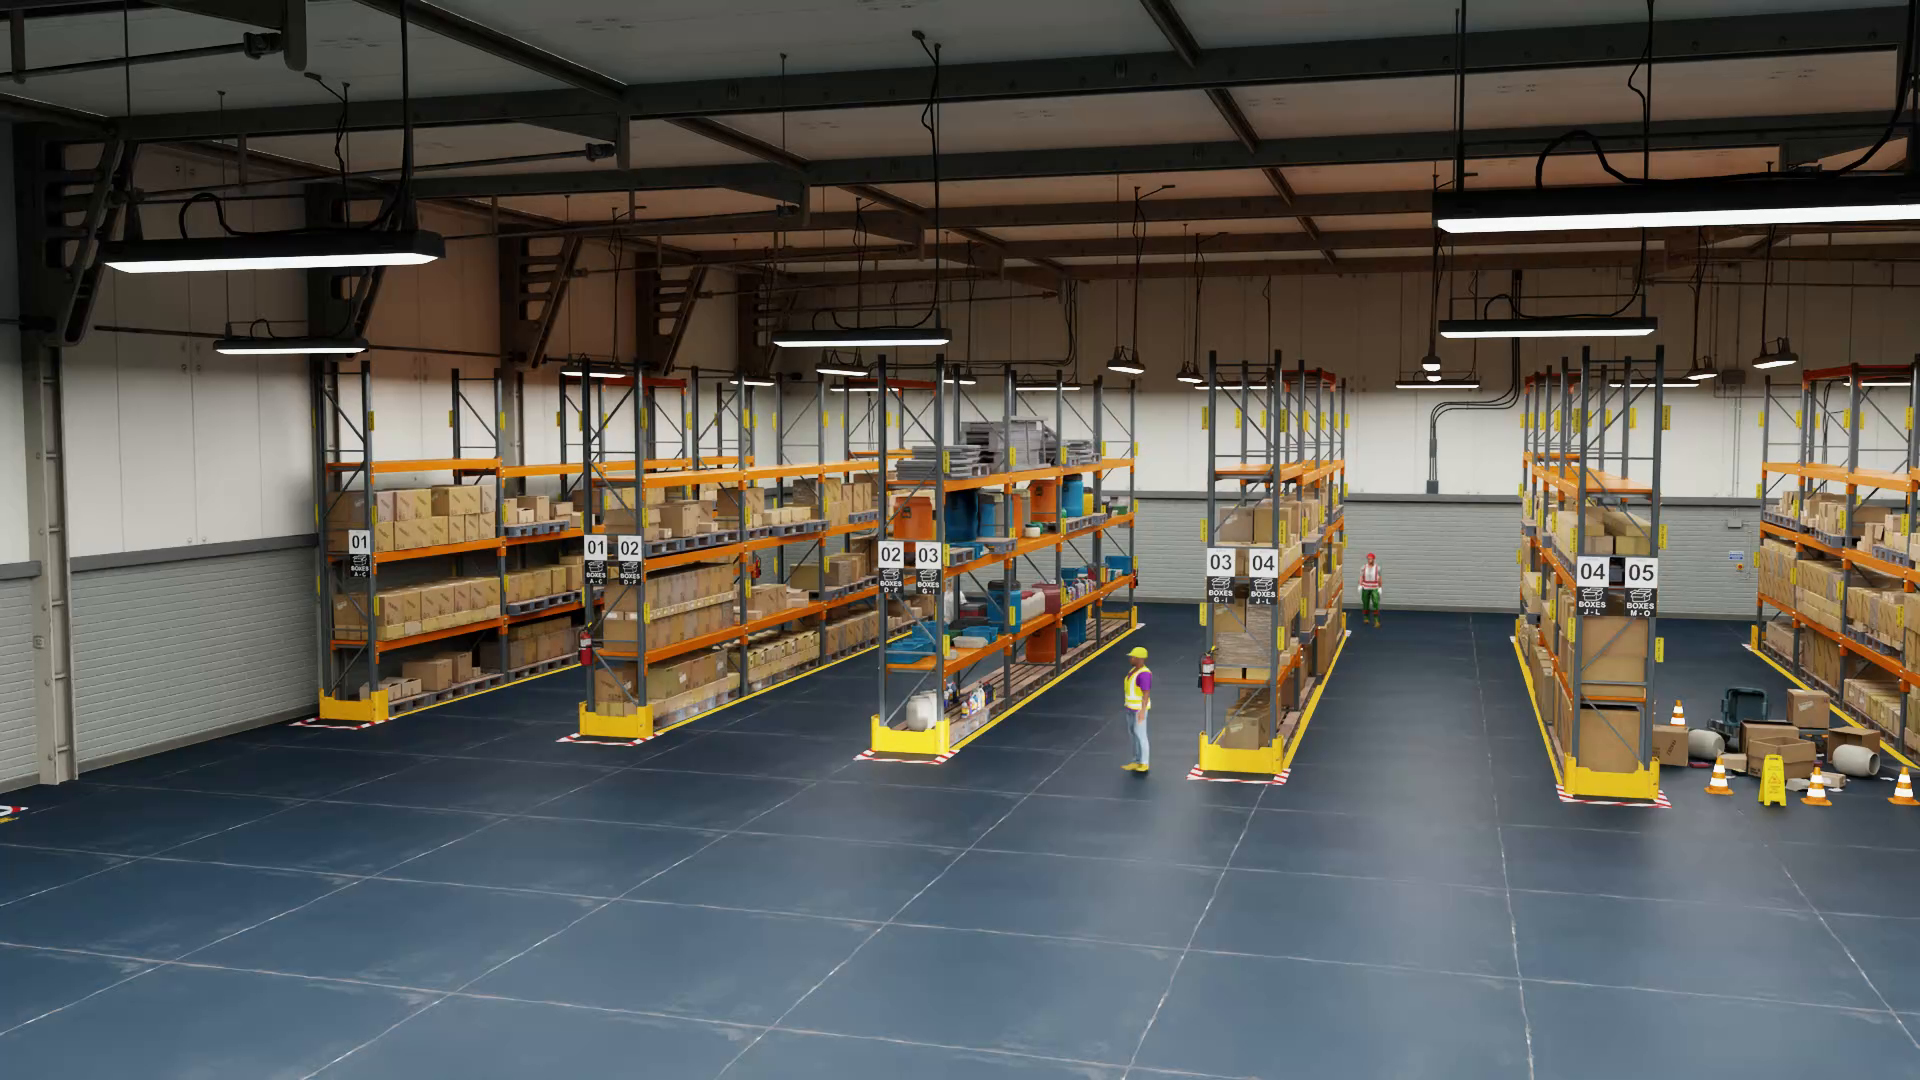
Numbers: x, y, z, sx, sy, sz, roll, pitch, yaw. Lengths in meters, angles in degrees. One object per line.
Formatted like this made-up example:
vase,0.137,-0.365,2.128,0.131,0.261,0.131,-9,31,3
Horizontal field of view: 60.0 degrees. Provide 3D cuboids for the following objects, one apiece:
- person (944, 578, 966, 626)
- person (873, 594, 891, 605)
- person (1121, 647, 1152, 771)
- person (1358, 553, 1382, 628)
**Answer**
person,-0.140,1.656,35.143,0.638,1.736,0.785,2,4,21
person,-2.082,0.915,44.907,0.669,1.758,0.531,1,4,19
person,2.543,2.423,23.762,0.341,1.786,0.703,-1,4,-17
person,9.994,1.203,40.515,0.592,1.764,0.898,1,4,7
